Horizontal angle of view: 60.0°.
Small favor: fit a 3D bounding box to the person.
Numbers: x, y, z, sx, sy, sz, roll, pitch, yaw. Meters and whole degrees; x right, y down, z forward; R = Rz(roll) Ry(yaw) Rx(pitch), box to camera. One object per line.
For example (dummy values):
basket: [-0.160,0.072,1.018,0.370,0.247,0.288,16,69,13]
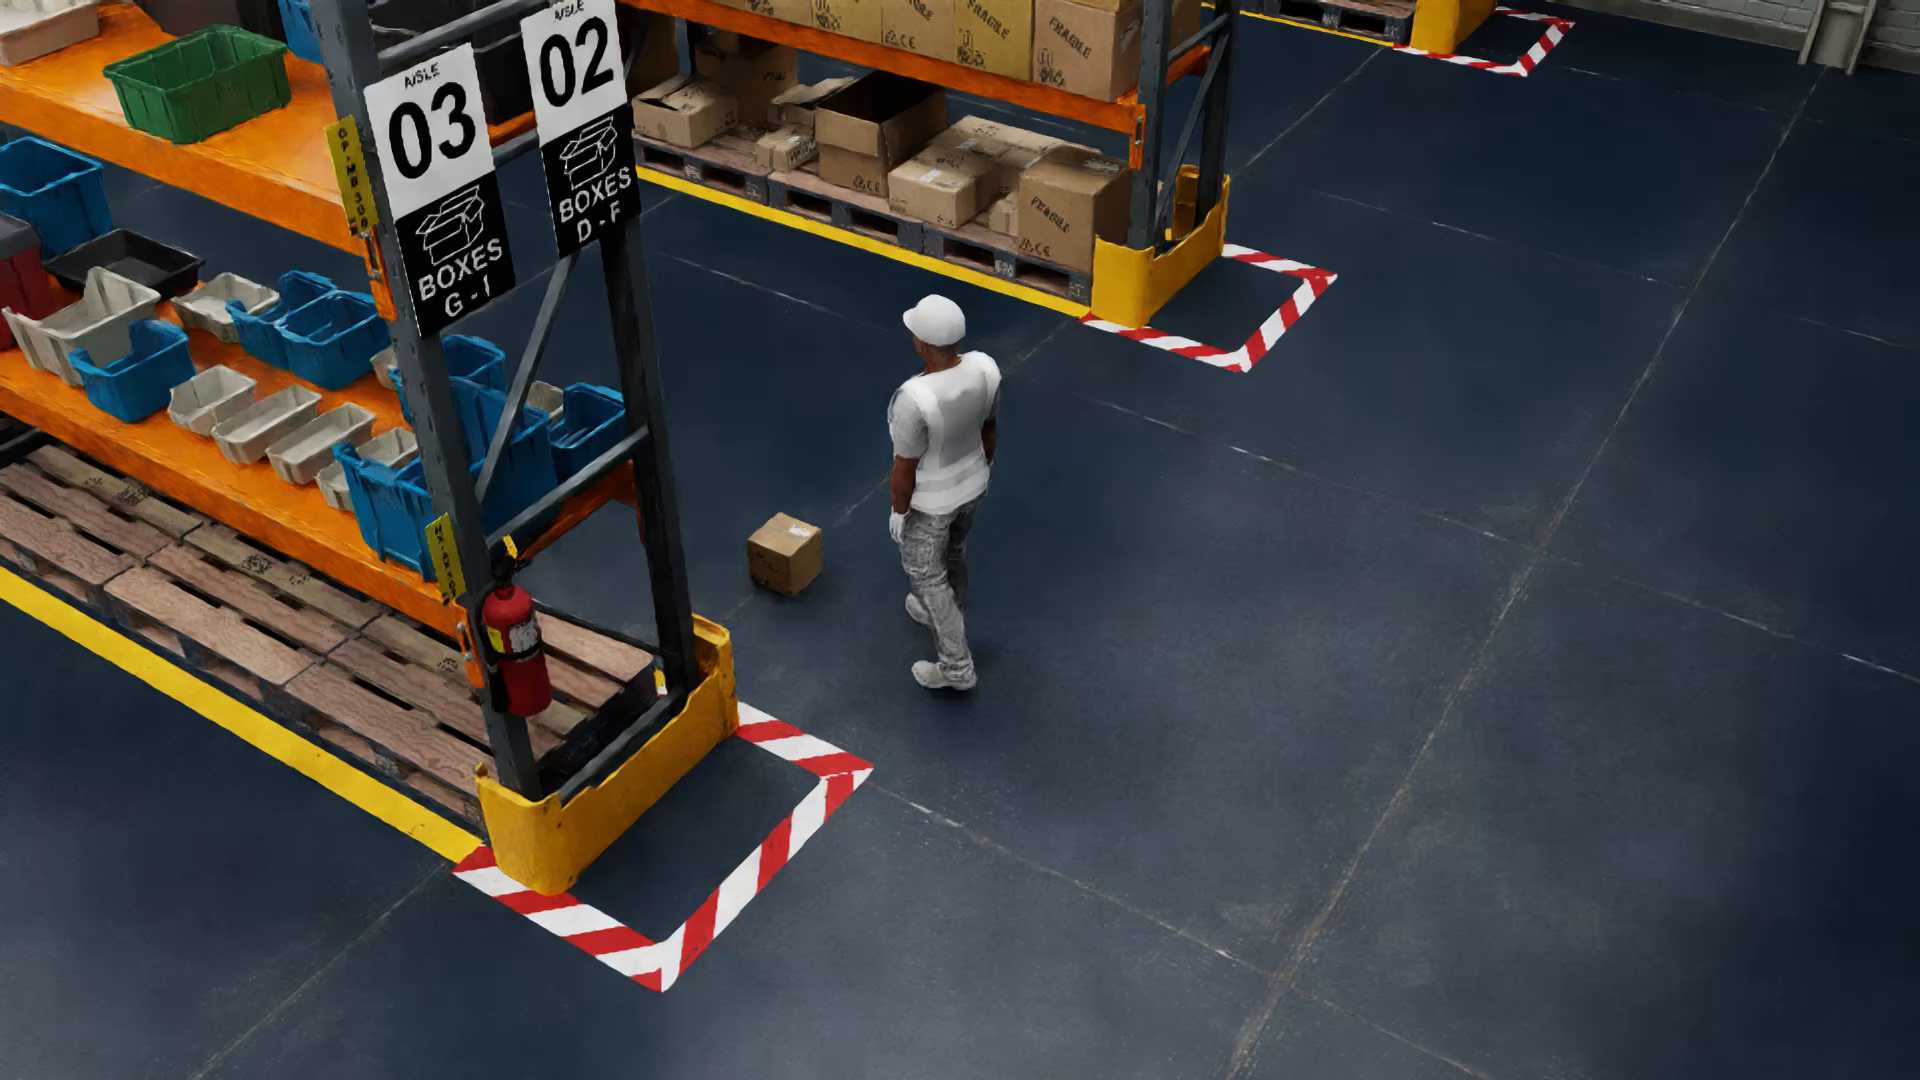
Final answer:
person: [-0.091,-0.215,6.920,0.654,1.790,0.565,31,47,33]
